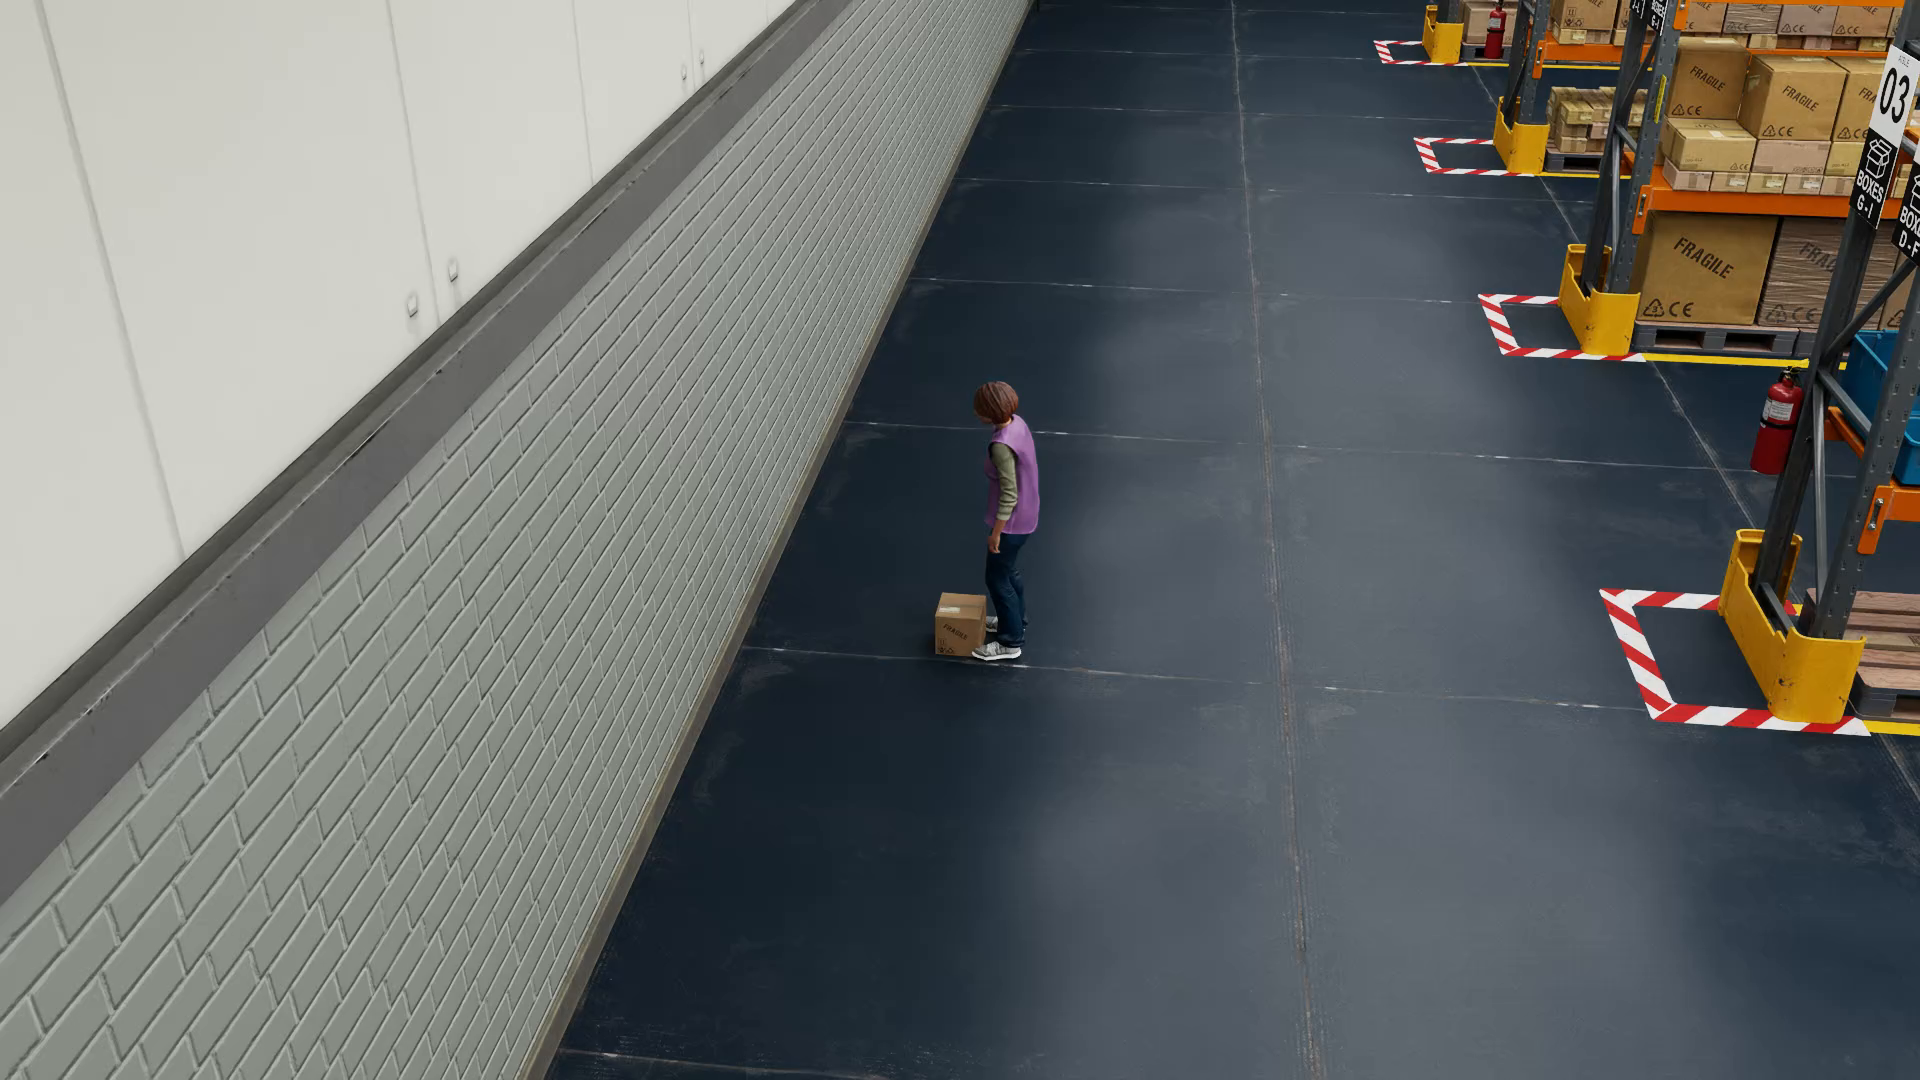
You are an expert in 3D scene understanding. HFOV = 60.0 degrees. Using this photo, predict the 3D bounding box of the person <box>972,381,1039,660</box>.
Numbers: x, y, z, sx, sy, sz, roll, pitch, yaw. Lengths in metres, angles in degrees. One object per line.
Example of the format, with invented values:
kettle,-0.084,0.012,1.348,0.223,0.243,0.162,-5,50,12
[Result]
person,0.245,-0.105,8.827,0.344,1.593,0.461,4,29,8
